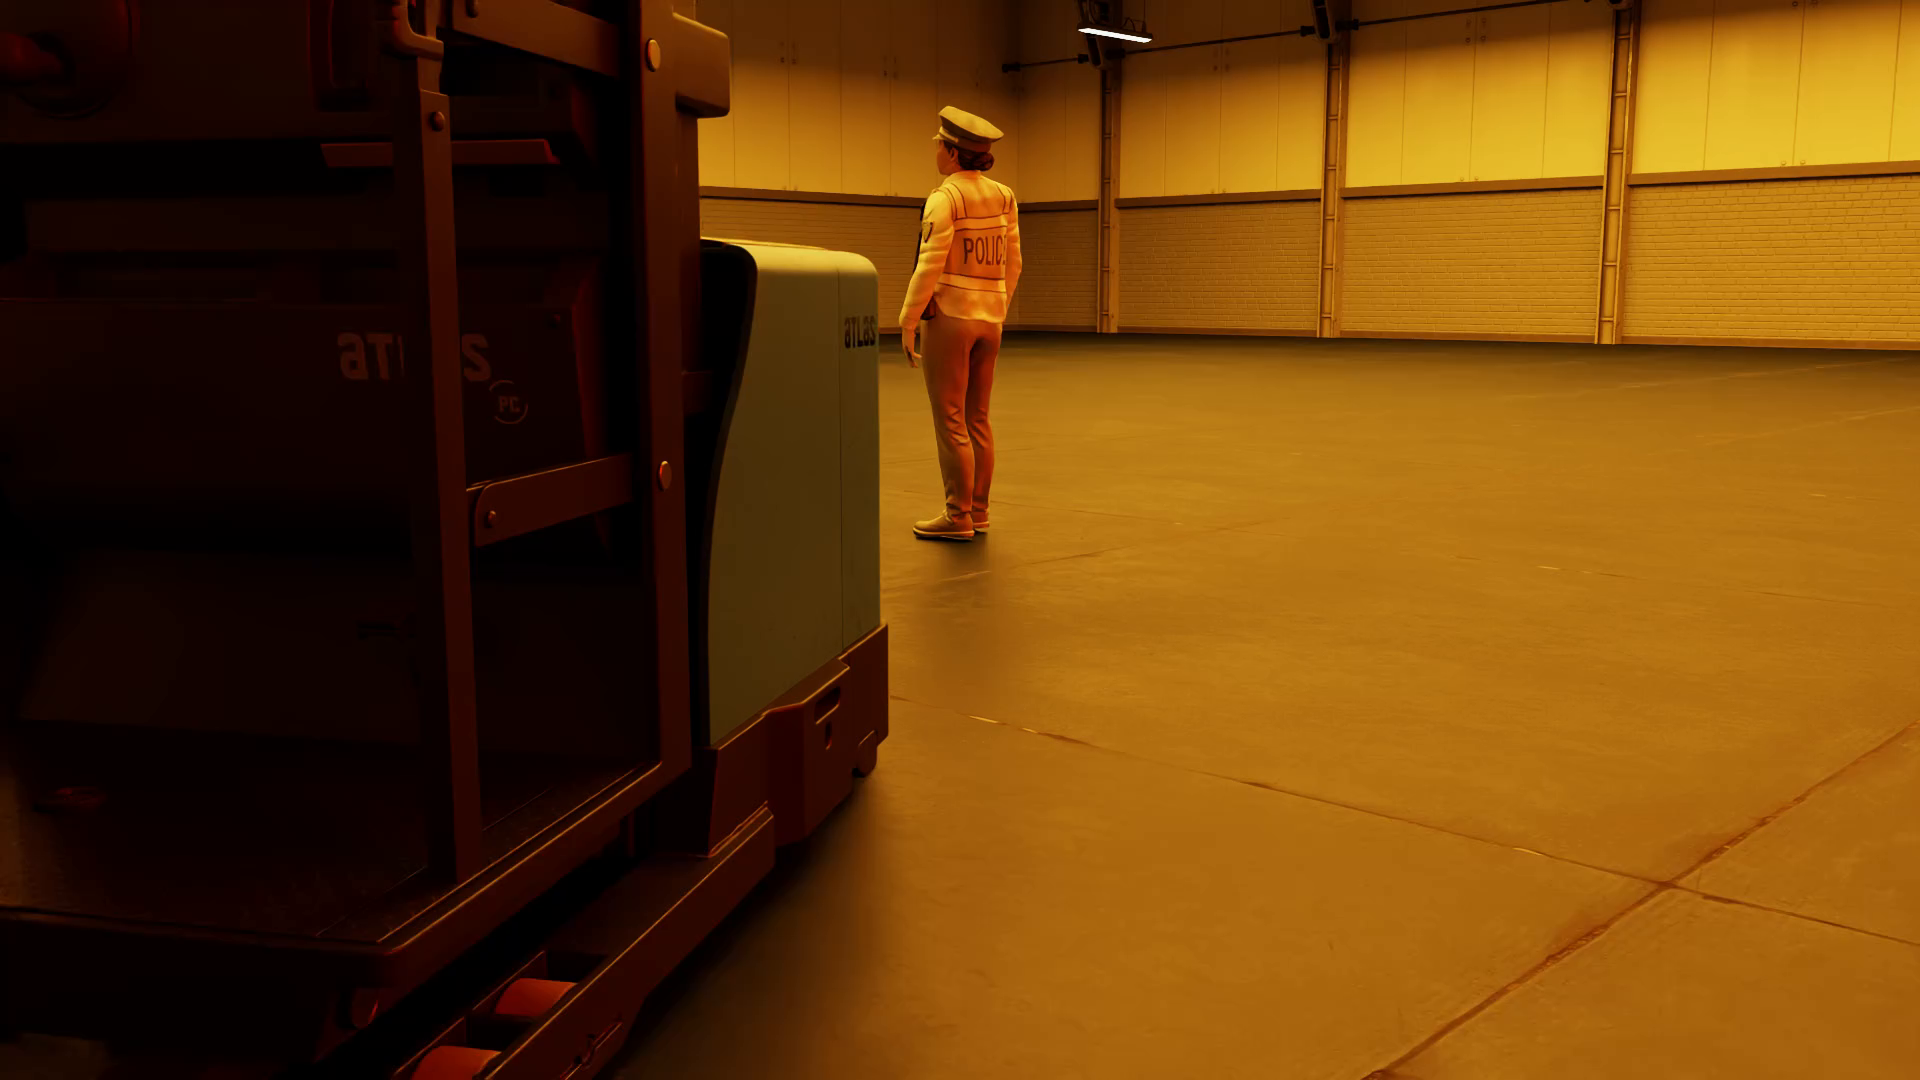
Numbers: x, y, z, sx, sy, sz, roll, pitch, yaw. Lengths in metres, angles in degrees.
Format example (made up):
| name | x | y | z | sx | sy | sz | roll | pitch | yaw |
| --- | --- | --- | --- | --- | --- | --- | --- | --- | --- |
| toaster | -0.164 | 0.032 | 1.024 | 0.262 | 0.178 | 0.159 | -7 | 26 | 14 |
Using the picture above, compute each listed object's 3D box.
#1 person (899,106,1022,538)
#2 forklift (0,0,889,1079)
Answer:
| name | x | y | z | sx | sy | sz | roll | pitch | yaw |
| --- | --- | --- | --- | --- | --- | --- | --- | --- | --- |
| person | -0.044 | -0.853 | 6.641 | 0.533 | 1.696 | 0.588 | 8 | 12 | 43 |
| forklift | -0.980 | -0.778 | 2.037 | 1.130 | 2.935 | 3.031 | 2 | 9 | 13 |
